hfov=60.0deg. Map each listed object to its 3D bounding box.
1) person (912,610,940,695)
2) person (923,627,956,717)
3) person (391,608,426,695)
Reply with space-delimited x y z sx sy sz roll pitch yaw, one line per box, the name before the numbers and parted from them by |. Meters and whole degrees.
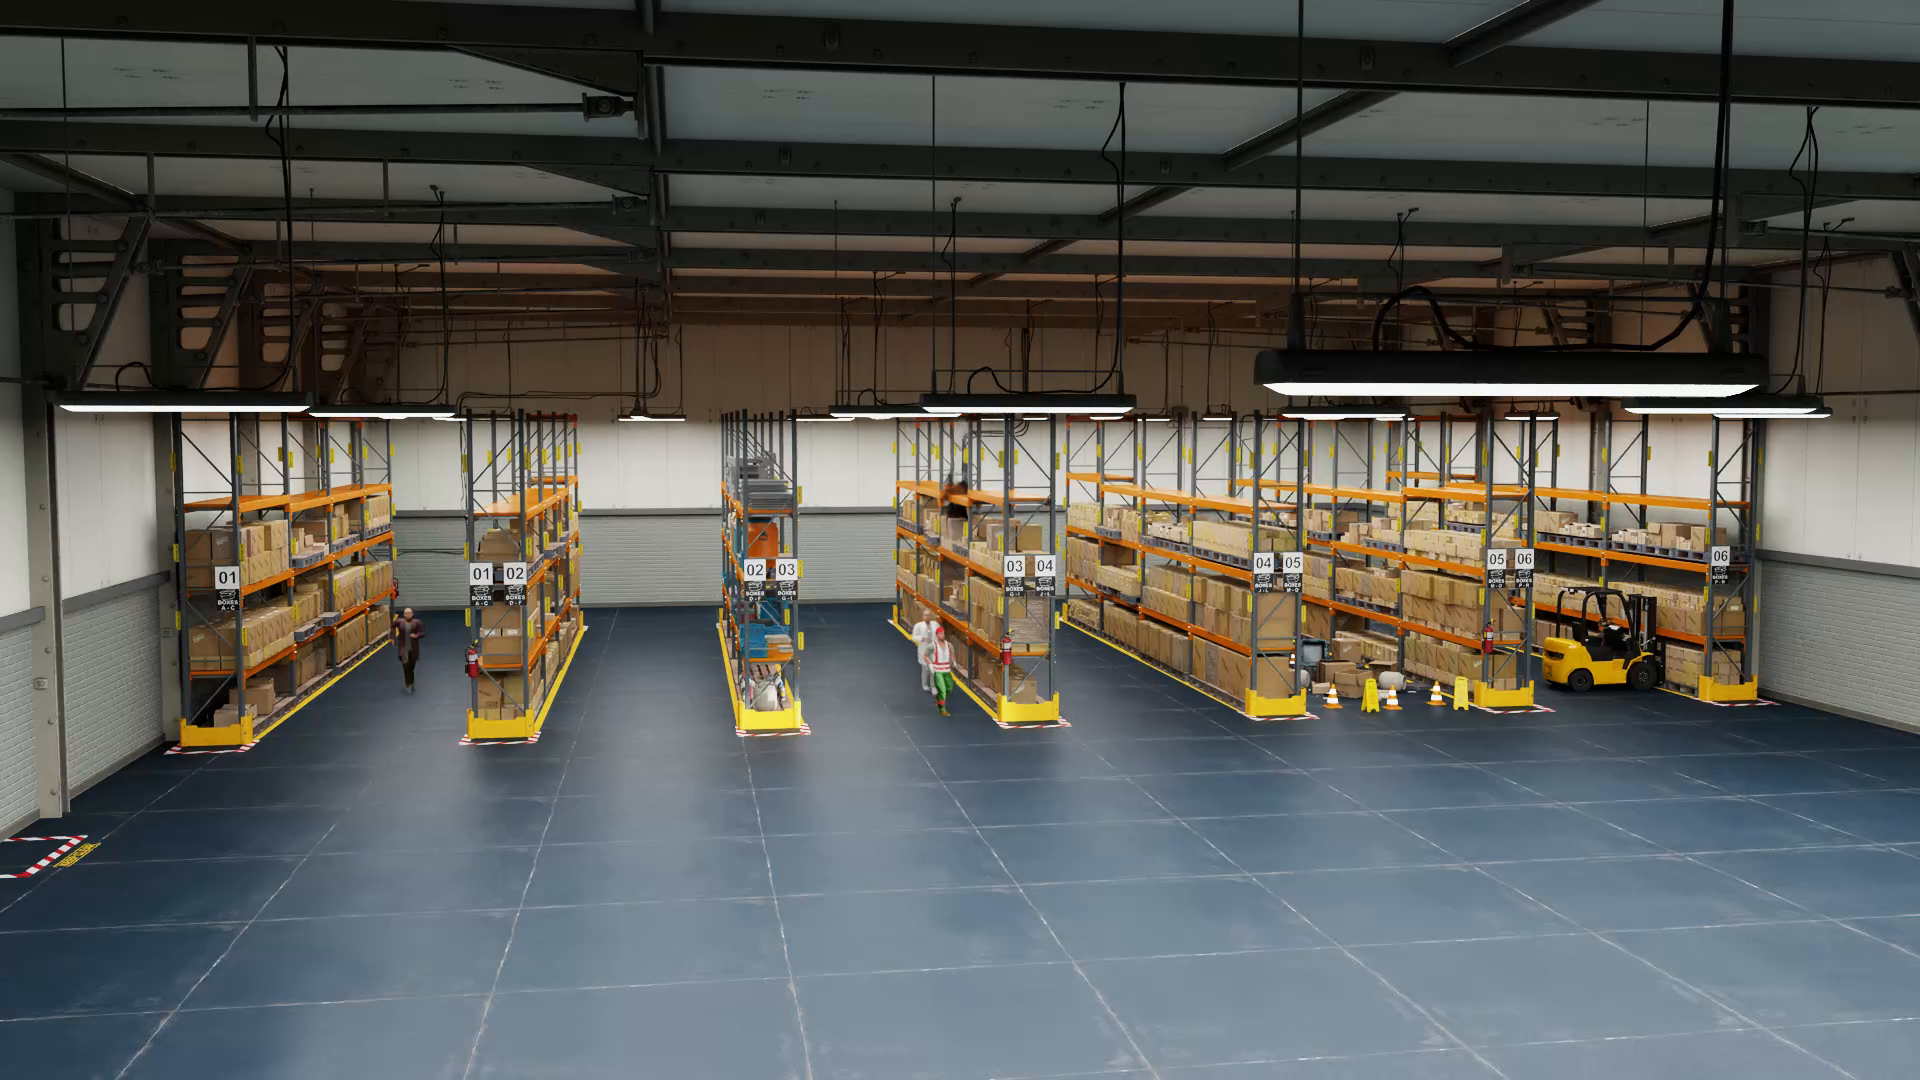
person | -0.672 2.496 35.208 0.682 1.619 0.787 -1 4 -9
person | -0.391 2.573 32.639 0.651 1.747 0.692 -2 4 -27
person | -11.822 2.355 35.662 0.738 1.826 1.025 -1 4 -17
